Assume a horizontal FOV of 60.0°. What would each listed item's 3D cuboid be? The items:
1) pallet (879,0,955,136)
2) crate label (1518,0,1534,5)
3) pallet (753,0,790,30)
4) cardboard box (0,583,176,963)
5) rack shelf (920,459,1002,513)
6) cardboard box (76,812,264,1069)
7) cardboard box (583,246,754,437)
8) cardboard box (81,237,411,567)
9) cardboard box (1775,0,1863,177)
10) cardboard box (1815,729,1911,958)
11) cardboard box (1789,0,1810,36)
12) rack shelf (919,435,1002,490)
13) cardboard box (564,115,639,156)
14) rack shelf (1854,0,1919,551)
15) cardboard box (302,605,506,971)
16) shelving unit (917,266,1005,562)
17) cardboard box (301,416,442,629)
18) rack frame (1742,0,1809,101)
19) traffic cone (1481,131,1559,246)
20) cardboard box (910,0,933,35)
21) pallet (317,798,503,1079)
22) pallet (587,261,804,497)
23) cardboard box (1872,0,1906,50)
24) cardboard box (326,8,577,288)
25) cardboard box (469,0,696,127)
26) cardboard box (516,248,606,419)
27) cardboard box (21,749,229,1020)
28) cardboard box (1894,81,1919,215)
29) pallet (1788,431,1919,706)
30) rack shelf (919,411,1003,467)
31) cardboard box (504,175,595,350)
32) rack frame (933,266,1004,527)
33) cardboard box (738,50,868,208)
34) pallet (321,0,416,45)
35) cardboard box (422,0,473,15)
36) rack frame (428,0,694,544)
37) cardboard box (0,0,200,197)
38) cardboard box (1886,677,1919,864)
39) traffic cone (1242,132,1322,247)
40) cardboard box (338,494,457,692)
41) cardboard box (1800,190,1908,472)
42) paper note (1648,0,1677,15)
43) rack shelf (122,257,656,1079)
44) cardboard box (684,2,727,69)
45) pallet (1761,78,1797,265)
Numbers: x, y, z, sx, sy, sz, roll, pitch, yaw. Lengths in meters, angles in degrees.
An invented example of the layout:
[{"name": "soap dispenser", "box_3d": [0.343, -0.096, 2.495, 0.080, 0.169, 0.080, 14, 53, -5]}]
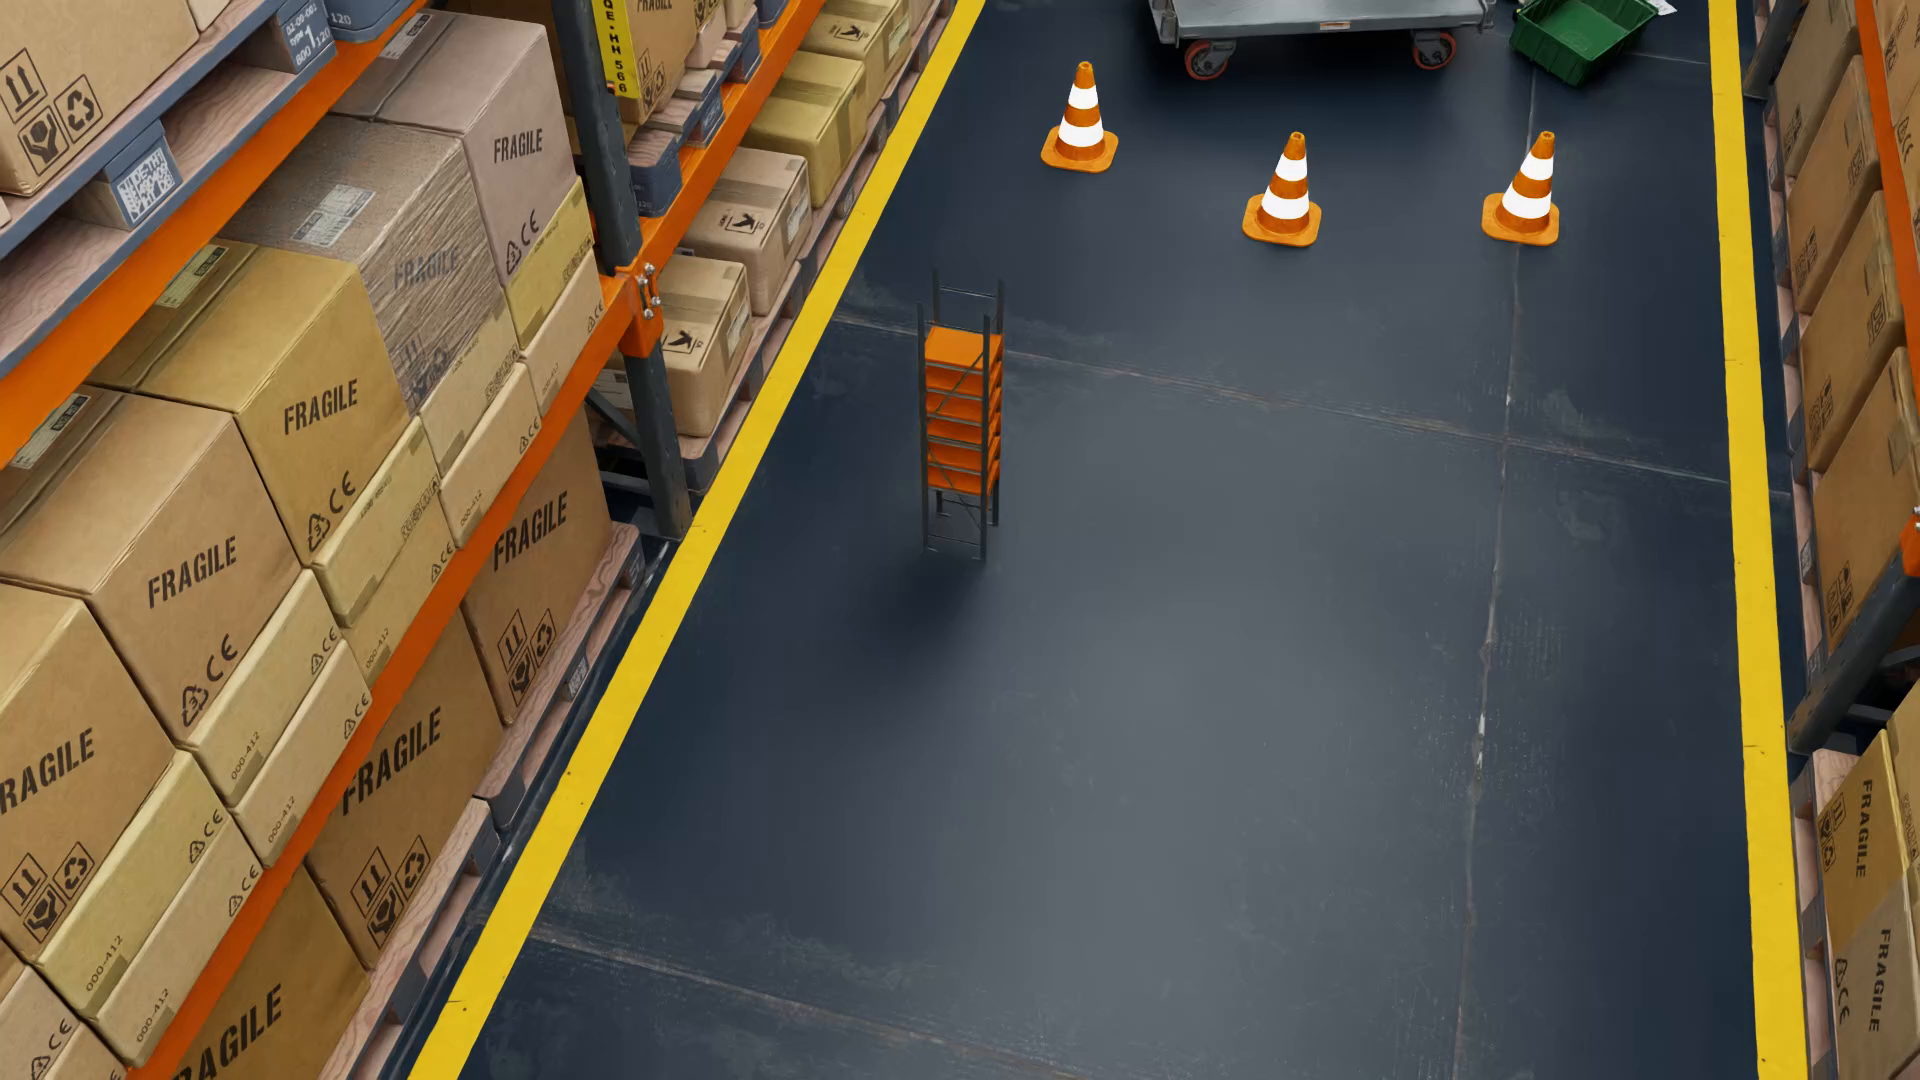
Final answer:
[{"name": "pallet", "box_3d": [-0.661, -2.528, 8.341, 1.003, 0.211, 1.213, 12, 50, 10]}, {"name": "crate label", "box_3d": [2.975, -2.963, 8.774, 0.298, 0.136, 0.250, -19, 51, -16]}, {"name": "pallet", "box_3d": [-1.029, -2.498, 6.582, 1.003, 0.211, 1.213, 12, 50, 10]}, {"name": "cardboard box", "box_3d": [-1.928, 0.411, 3.153, 0.500, 0.500, 0.500, 10, 49, 9]}, {"name": "rack shelf", "box_3d": [0.004, -0.219, 6.023, 0.258, 0.103, 0.180, 12, 50, 10]}, {"name": "cardboard box", "box_3d": [-1.908, 0.813, 3.631, 0.500, 0.250, 0.500, 11, 50, 10]}, {"name": "cardboard box", "box_3d": [-1.352, -0.797, 6.426, 0.950, 0.372, 0.625, 9, 49, 7]}, {"name": "cardboard box", "box_3d": [-1.658, -0.329, 3.806, 0.500, 0.500, 0.500, 12, 50, 10]}, {"name": "cardboard box", "box_3d": [4.268, -2.038, 7.269, 1.050, 0.750, 0.750, 11, 50, 10]}, {"name": "cardboard box", "box_3d": [2.860, 0.932, 4.814, 0.500, 0.500, 0.500, 10, 49, 8]}, {"name": "cardboard box", "box_3d": [4.578, -2.988, 8.023, 0.875, 0.875, 0.875, 12, 50, 11]}, {"name": "rack shelf", "box_3d": [0.004, -0.299, 5.933, 0.258, 0.103, 0.180, 12, 50, 10]}, {"name": "cardboard box", "box_3d": [-1.245, -1.375, 5.351, 0.380, 0.149, 0.250, 9, 49, 8]}, {"name": "rack shelf", "box_3d": [3.818, -1.426, 5.988, 1.077, 0.370, 4.000, 12, 50, 10]}, {"name": "cardboard box", "box_3d": [-2.011, 0.571, 4.883, 0.875, 0.875, 0.875, 12, 50, 10]}, {"name": "shelving unit", "box_3d": [0.004, -0.407, 5.809, 0.258, 1.200, 0.189, 12, 50, 10]}, {"name": "cardboard box", "box_3d": [-1.639, -0.091, 4.096, 0.500, 0.250, 0.500, 10, 49, 9]}, {"name": "rack frame", "box_3d": [4.345, -3.111, 6.995, 1.000, 3.000, 0.127, 12, 50, 10]}, {"name": "traffic cone", "box_3d": [2.535, -1.599, 7.353, 0.336, 0.463, 0.334, 12, 50, 10]}, {"name": "cardboard box", "box_3d": [-0.593, -2.904, 8.285, 0.950, 0.372, 0.625, 12, 50, 11]}, {"name": "pallet", "box_3d": [-2.114, 1.237, 5.018, 1.003, 0.211, 1.213, 12, 50, 10]}, {"name": "pallet", "box_3d": [-1.303, -0.763, 6.783, 1.003, 0.211, 1.213, 12, 50, 10]}, {"name": "cardboard box", "box_3d": [3.680, -2.090, 6.027, 0.500, 0.500, 0.500, 11, 50, 10]}, {"name": "cardboard box", "box_3d": [-1.394, -1.059, 4.451, 0.500, 0.500, 0.500, 10, 49, 9]}, {"name": "cardboard box", "box_3d": [-1.169, -1.671, 5.179, 0.500, 0.500, 0.500, 10, 49, 9]}, {"name": "cardboard box", "box_3d": [-1.393, -0.654, 4.927, 0.500, 0.250, 0.500, 10, 49, 9]}, {"name": "cardboard box", "box_3d": [-1.907, 0.651, 3.441, 0.500, 0.250, 0.500, 12, 50, 11]}, {"name": "cardboard box", "box_3d": [3.416, -1.351, 5.375, 0.500, 0.500, 0.500, 11, 49, 9]}, {"name": "pallet", "box_3d": [3.572, 0.150, 5.977, 1.003, 0.211, 1.213, 12, 50, 10]}, {"name": "rack shelf", "box_3d": [0.004, -0.378, 5.843, 0.258, 0.103, 0.180, 12, 50, 10]}, {"name": "cardboard box", "box_3d": [-1.393, -0.836, 4.754, 0.500, 0.250, 0.500, 11, 50, 10]}, {"name": "rack frame", "box_3d": [0.028, -0.474, 5.868, 0.240, 1.200, 0.006, 12, 50, 10]}, {"name": "cardboard box", "box_3d": [-0.960, -1.880, 7.381, 0.950, 0.372, 0.625, 13, 50, 11]}, {"name": "pallet", "box_3d": [-1.629, -1.575, 3.765, 1.213, 0.211, 1.003, 14, 50, 12]}, {"name": "cardboard box", "box_3d": [-1.659, -1.775, 5.271, 0.500, 0.500, 0.500, 10, 49, 9]}, {"name": "rack frame", "box_3d": [-1.510, -1.121, 5.239, 1.000, 3.000, 0.127, 12, 50, 10]}, {"name": "cardboard box", "box_3d": [-1.694, -0.954, 2.744, 0.500, 0.500, 0.500, 12, 50, 10]}, {"name": "cardboard box", "box_3d": [2.877, 0.674, 4.542, 0.500, 0.250, 0.500, 10, 49, 8]}, {"name": "traffic cone", "box_3d": [1.455, -1.595, 7.349, 0.336, 0.463, 0.334, 12, 50, 10]}, {"name": "cardboard box", "box_3d": [-1.660, 0.079, 4.279, 0.500, 0.250, 0.500, 11, 50, 10]}, {"name": "cardboard box", "box_3d": [3.766, -0.668, 6.059, 1.050, 0.750, 0.750, 12, 50, 11]}, {"name": "paper note", "box_3d": [3.648, -2.793, 8.695, 0.147, 0.020, 0.142, -19, 51, -16]}, {"name": "rack shelf", "box_3d": [-2.037, 0.564, 4.232, 1.077, 0.370, 4.000, 12, 50, 10]}, {"name": "cardboard box", "box_3d": [-1.022, -1.762, 5.692, 0.380, 0.149, 0.250, 9, 49, 8]}, {"name": "pallet", "box_3d": [4.214, -1.615, 7.535, 1.003, 0.211, 1.213, 12, 50, 10]}]
